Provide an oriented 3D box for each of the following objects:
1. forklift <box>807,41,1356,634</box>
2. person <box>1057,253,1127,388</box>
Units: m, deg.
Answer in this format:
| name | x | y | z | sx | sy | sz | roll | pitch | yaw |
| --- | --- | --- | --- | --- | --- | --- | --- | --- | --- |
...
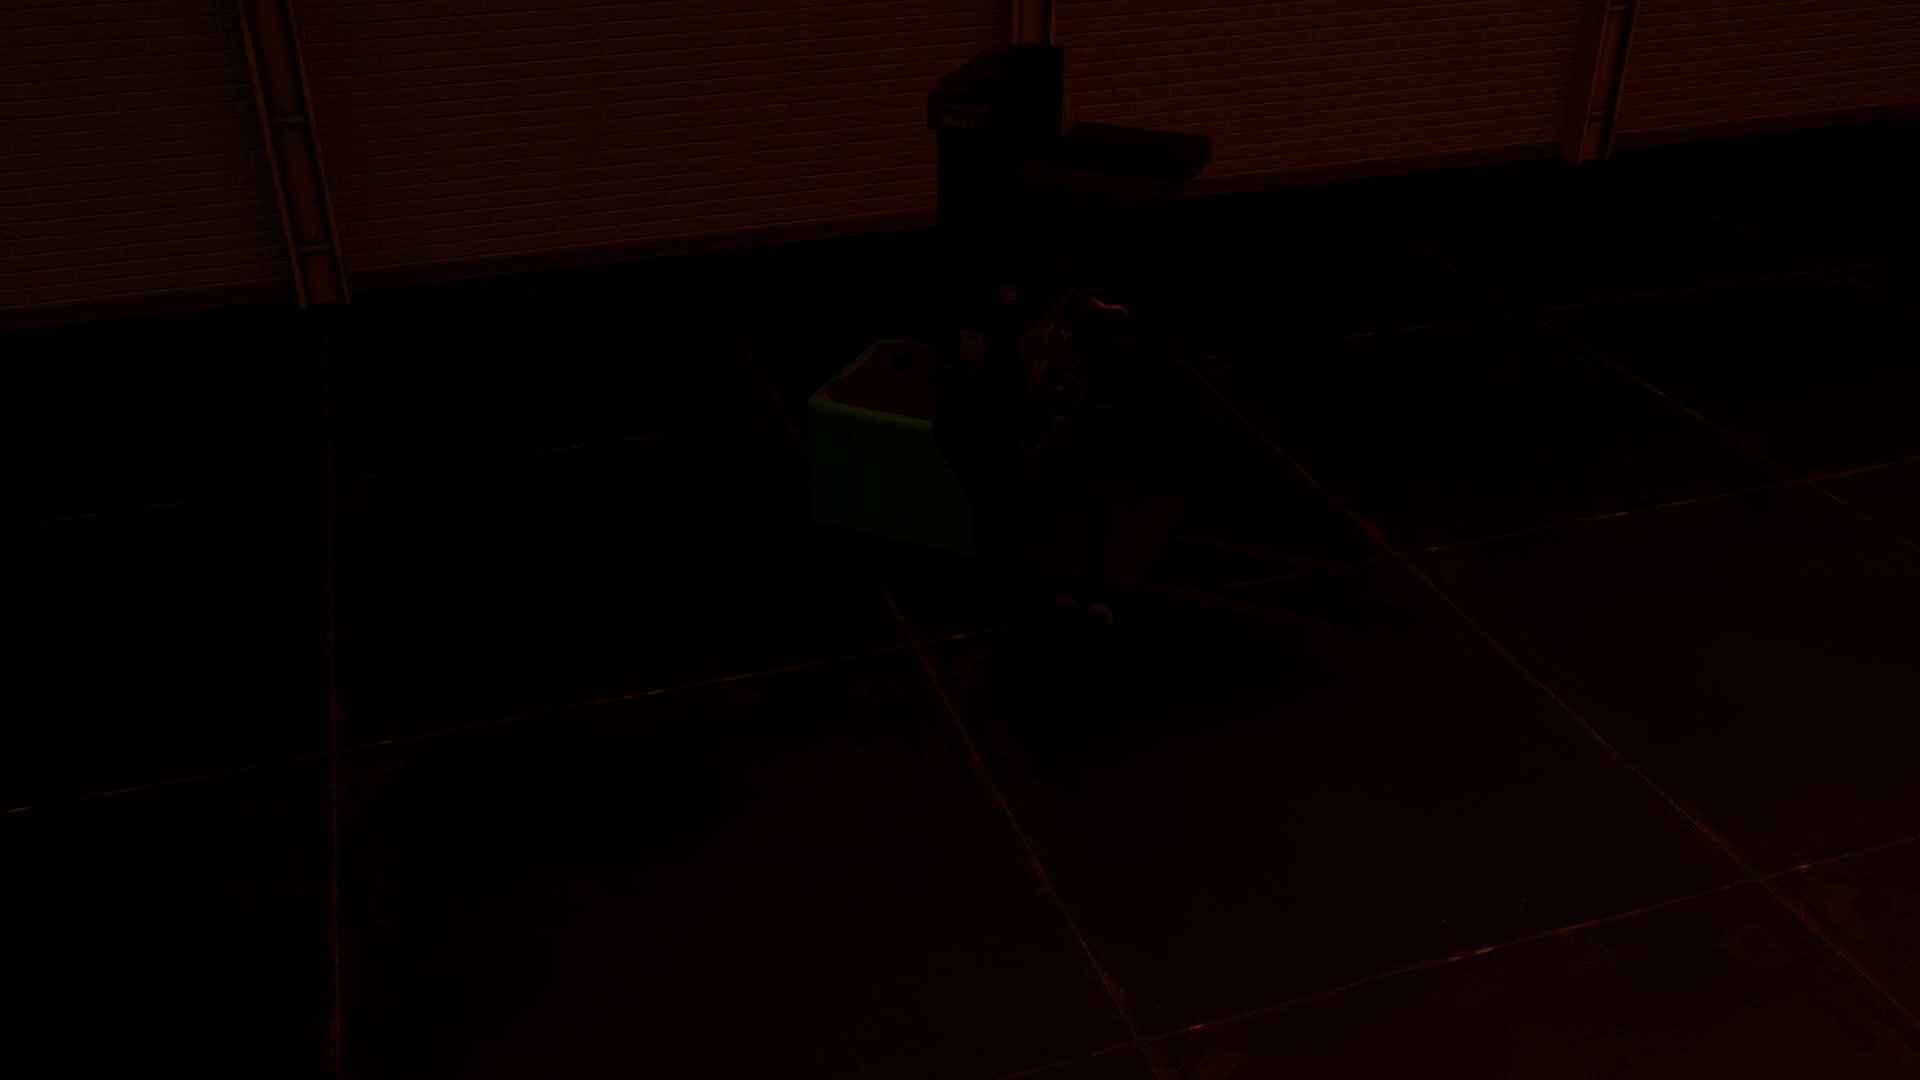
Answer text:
| name | x | y | z | sx | sy | sz | roll | pitch | yaw |
| --- | --- | --- | --- | --- | --- | --- | --- | --- | --- |
| forklift | 0.693 | -1.055 | 8.921 | 3.031 | 2.935 | 1.130 | 12 | 32 | 20 |
| person | 0.673 | -1.158 | 10.659 | 0.820 | 1.369 | 0.823 | -2 | 30 | -3 |
